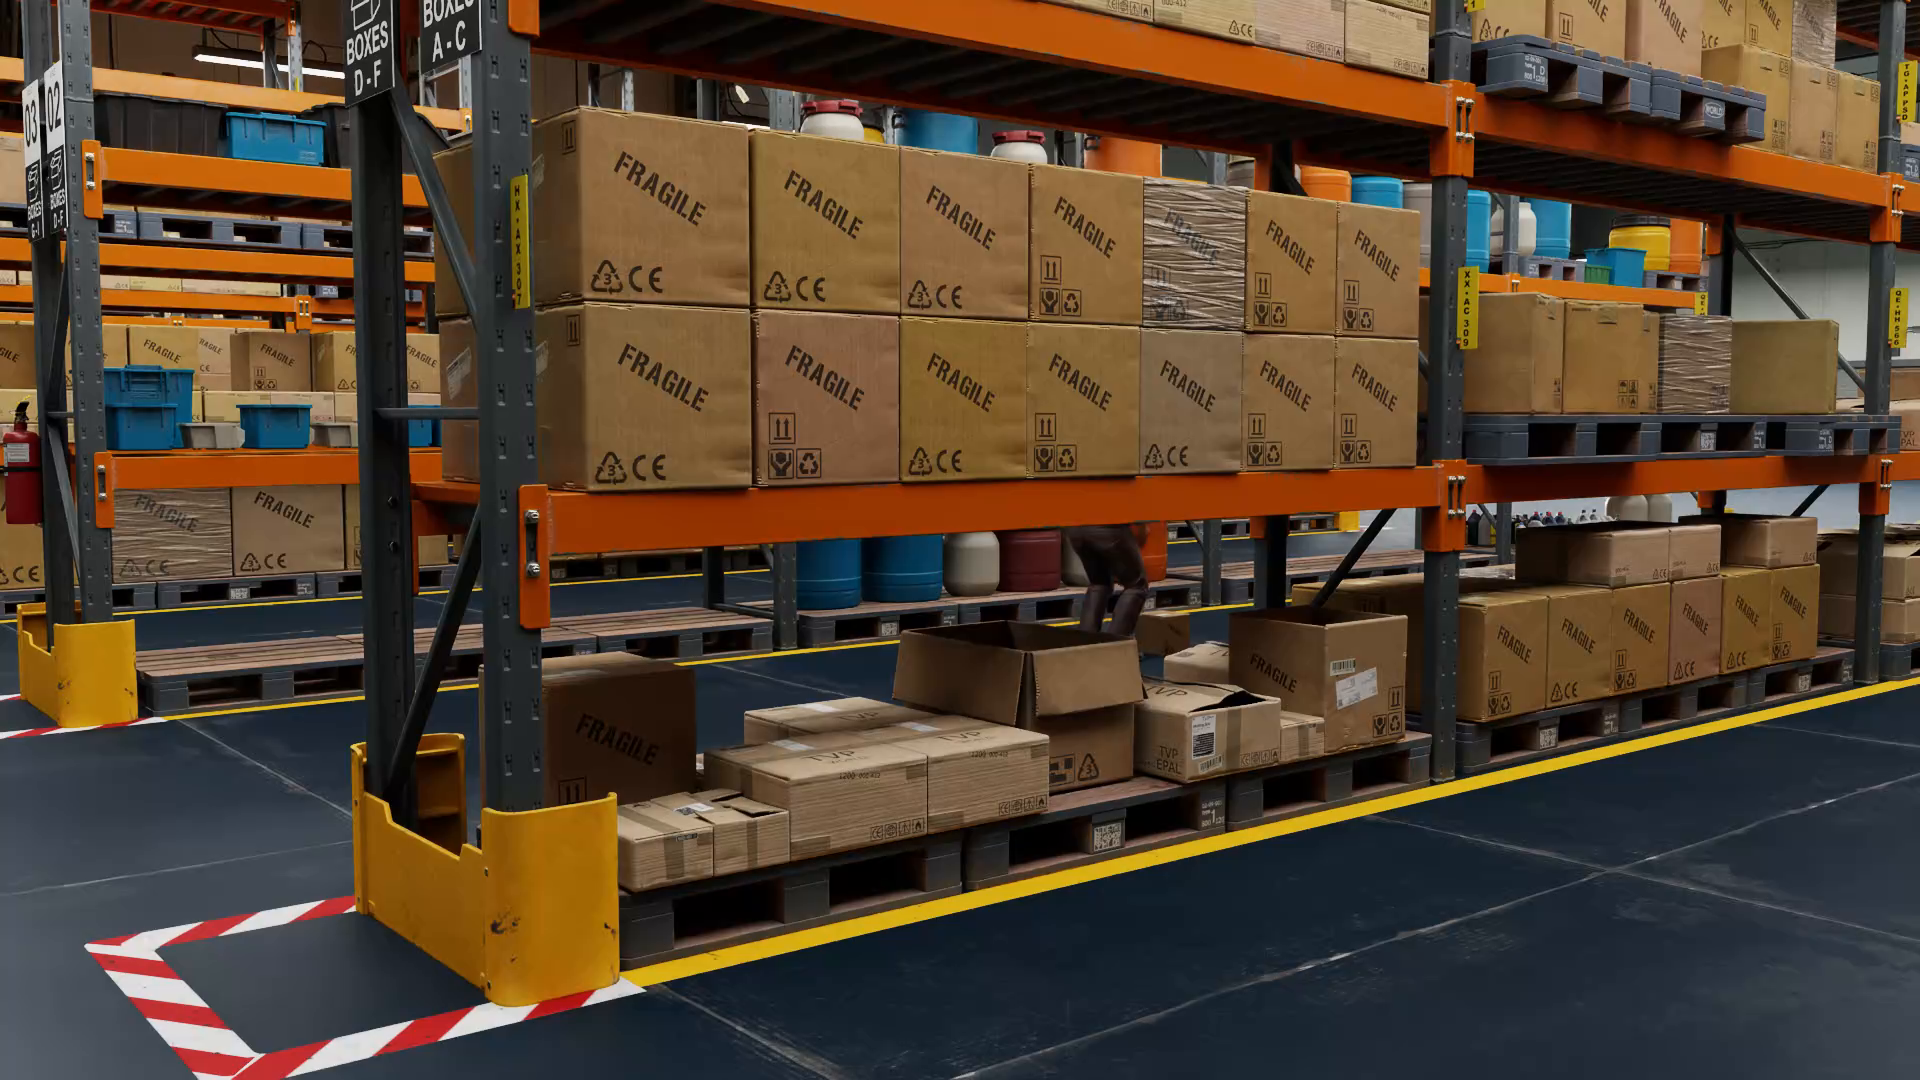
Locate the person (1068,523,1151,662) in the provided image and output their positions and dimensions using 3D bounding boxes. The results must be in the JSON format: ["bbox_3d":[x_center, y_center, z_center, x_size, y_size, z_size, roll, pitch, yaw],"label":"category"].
[{"bbox_3d":[0.897,-0.063,10.265,0.509,1.617,0.574,-3,5,-37],"label":"person"}]
